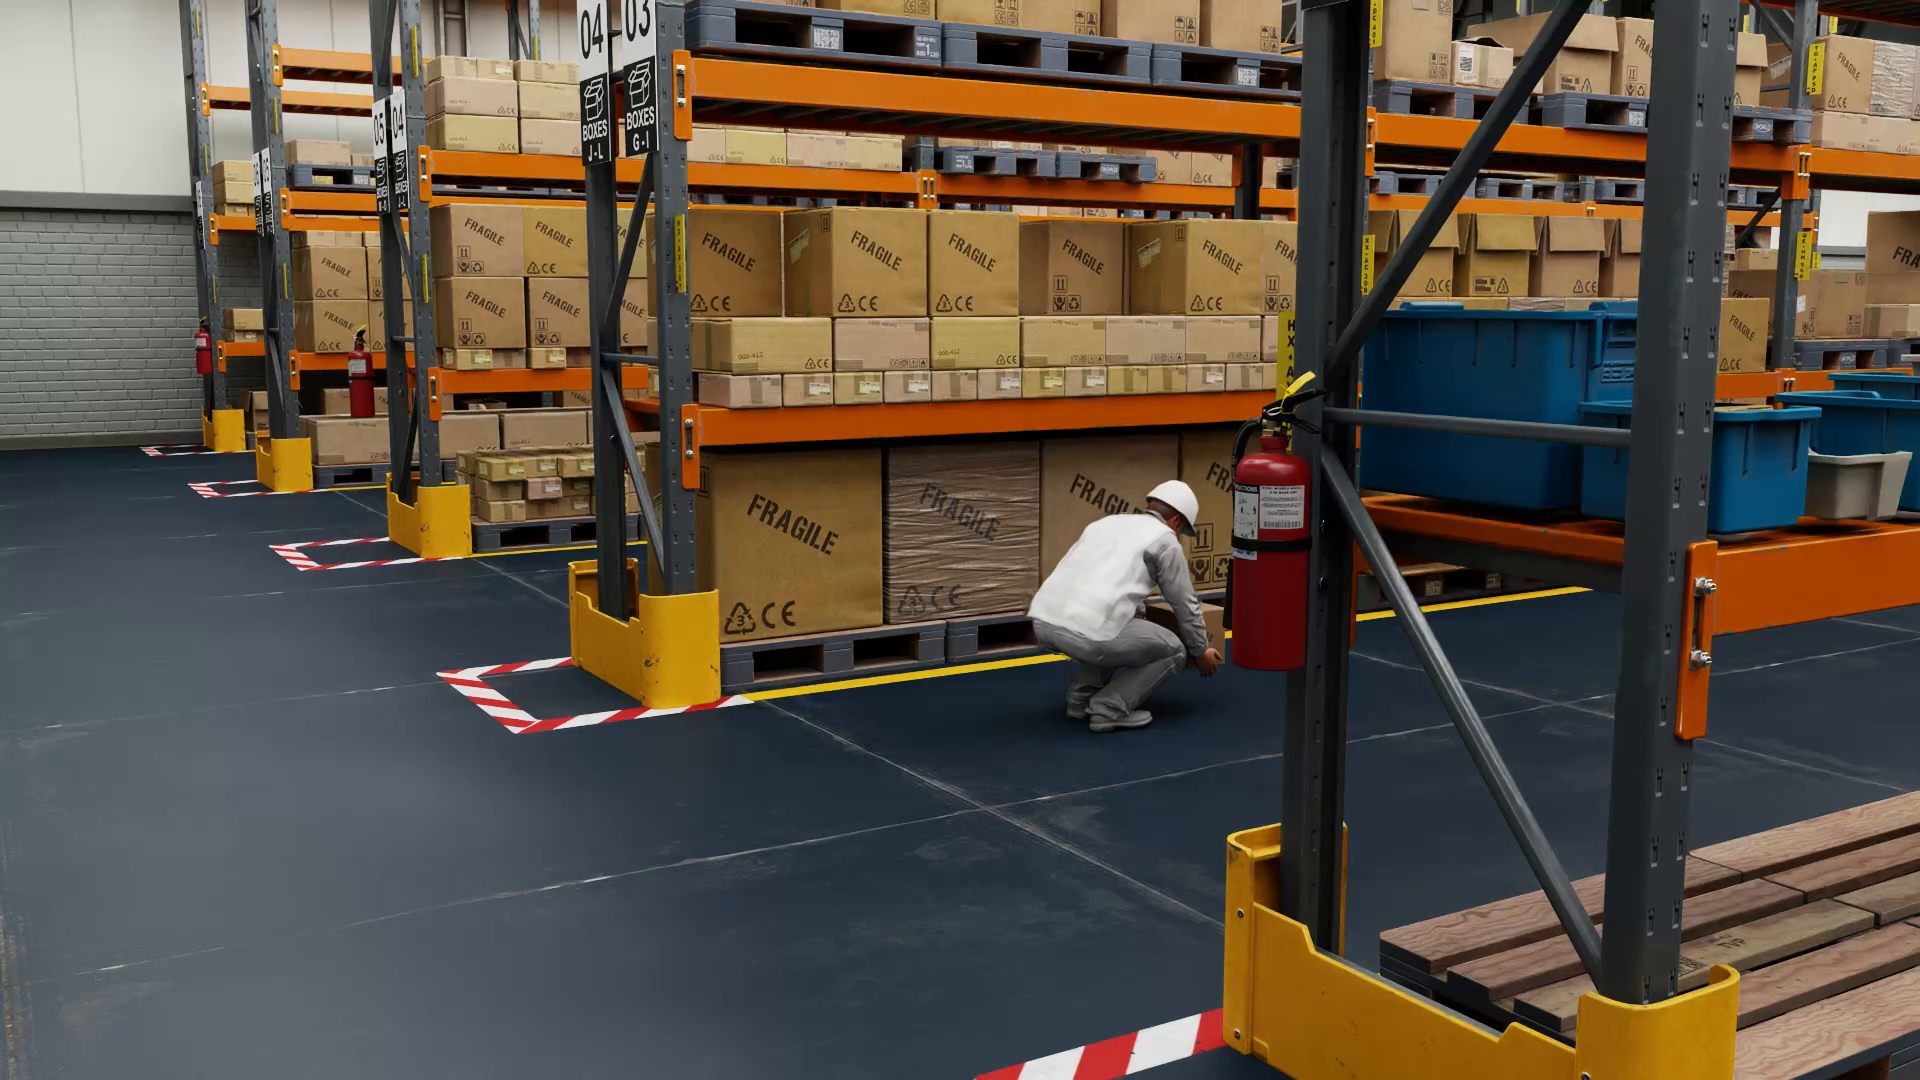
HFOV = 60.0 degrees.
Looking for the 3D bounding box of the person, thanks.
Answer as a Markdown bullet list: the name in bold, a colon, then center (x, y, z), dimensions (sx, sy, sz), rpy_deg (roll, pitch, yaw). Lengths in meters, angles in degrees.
- **person**: center (0.699, 0.269, 7.105), dimensions (0.858, 1.003, 0.541), rpy_deg (-5, 9, -31)
